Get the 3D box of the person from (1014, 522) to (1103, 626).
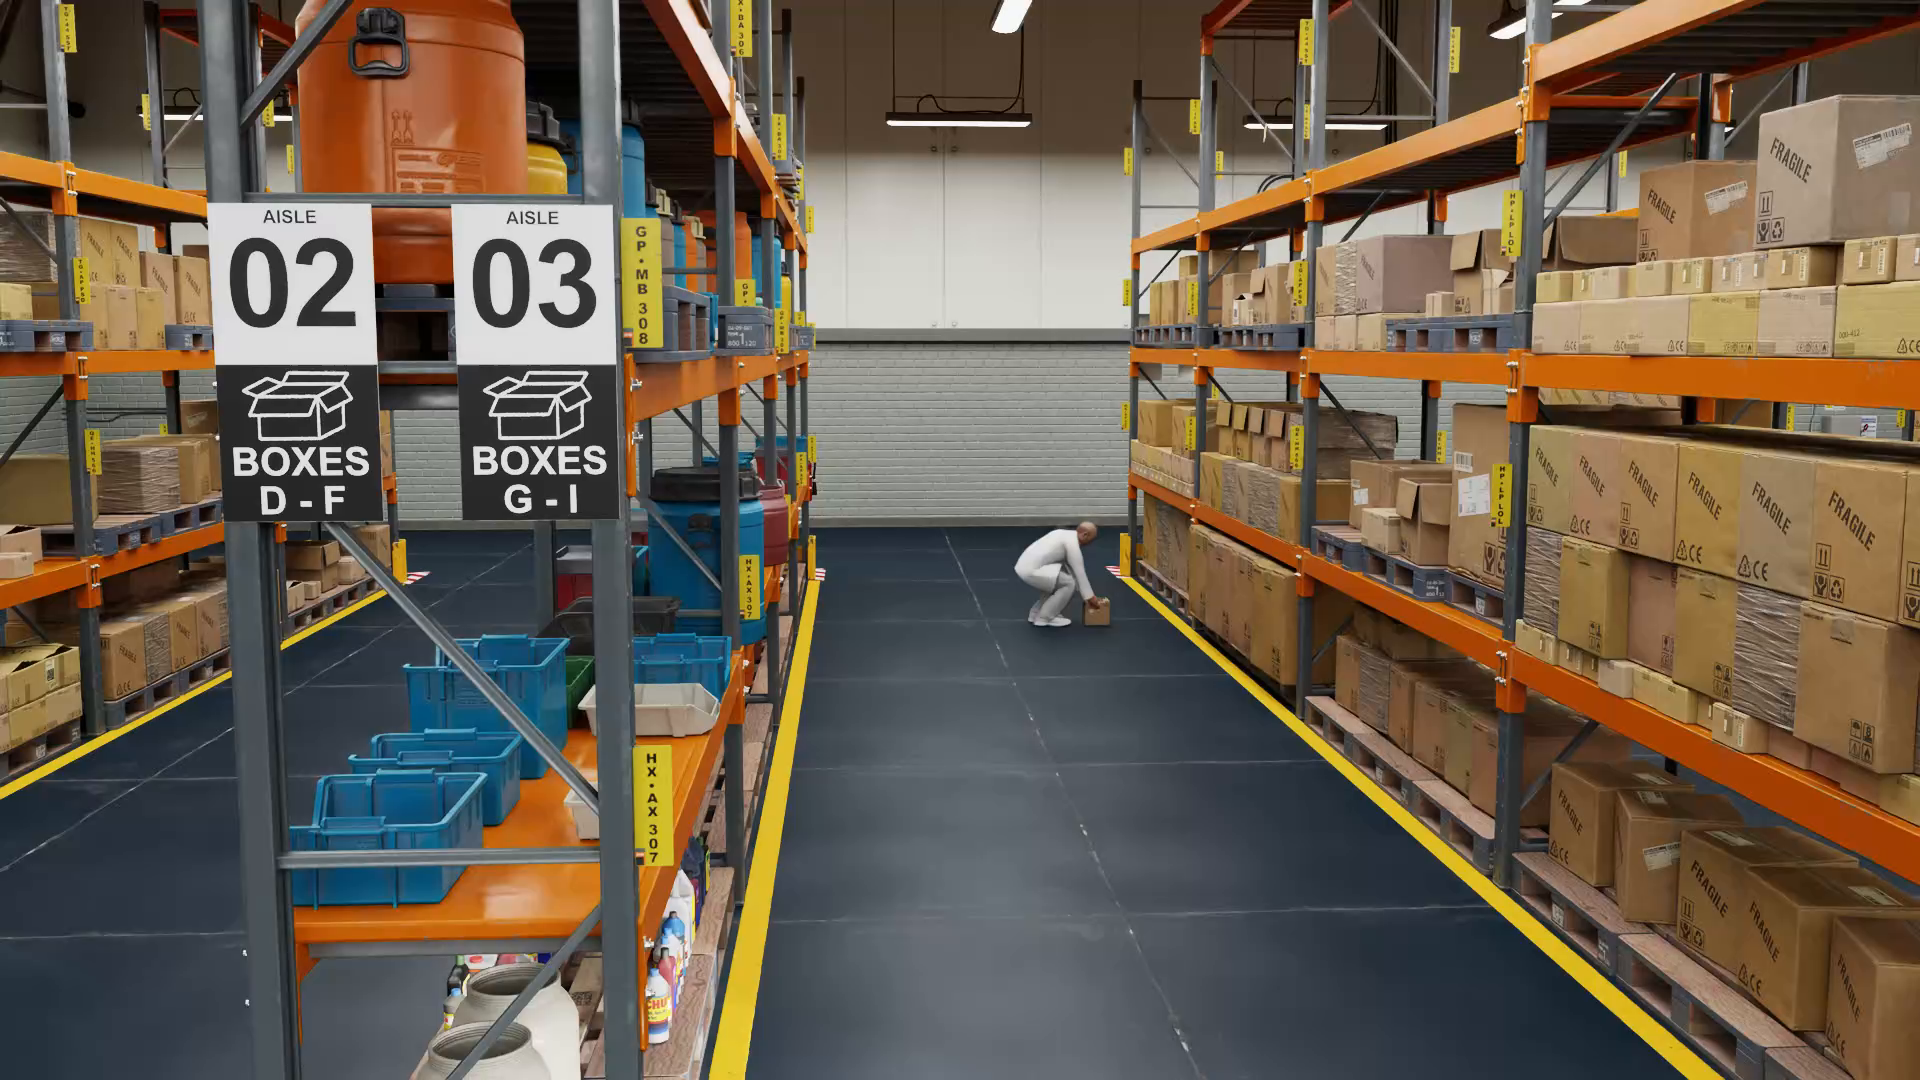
[{"bbox_3d":[0.999,0.349,17.048,0.885,1.029,0.609,0,7,-4],"label":"person"}]
